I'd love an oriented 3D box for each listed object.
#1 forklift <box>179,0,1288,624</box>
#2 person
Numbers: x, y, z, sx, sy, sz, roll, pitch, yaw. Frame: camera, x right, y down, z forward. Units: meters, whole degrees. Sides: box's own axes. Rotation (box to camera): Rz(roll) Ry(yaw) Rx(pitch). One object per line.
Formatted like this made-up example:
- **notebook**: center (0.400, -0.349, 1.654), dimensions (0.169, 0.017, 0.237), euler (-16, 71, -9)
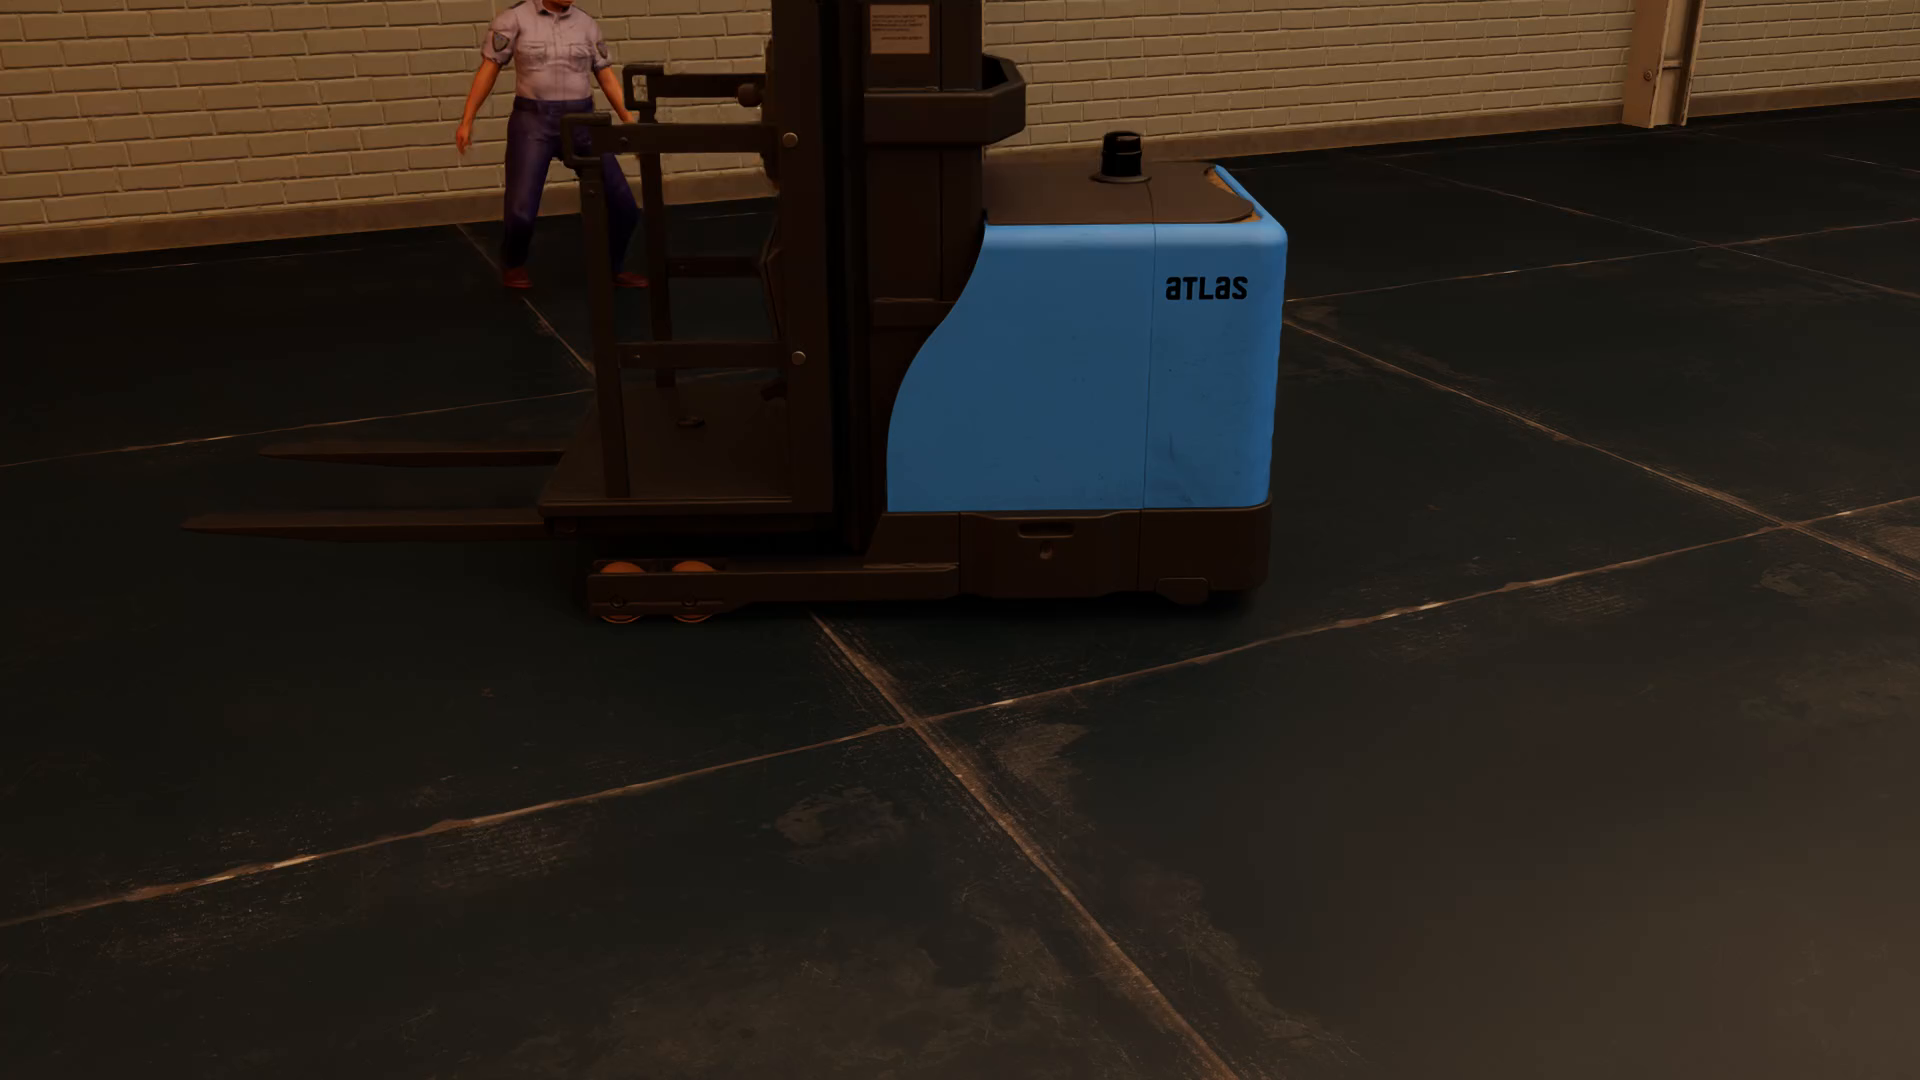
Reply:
- **forklift**: center (-0.666, -1.330, 4.489), dimensions (3.031, 2.935, 1.130), euler (-1, 23, -2)
- **person**: center (-1.871, -1.879, 7.611), dimensions (0.831, 1.571, 0.478), euler (-10, 25, -24)
